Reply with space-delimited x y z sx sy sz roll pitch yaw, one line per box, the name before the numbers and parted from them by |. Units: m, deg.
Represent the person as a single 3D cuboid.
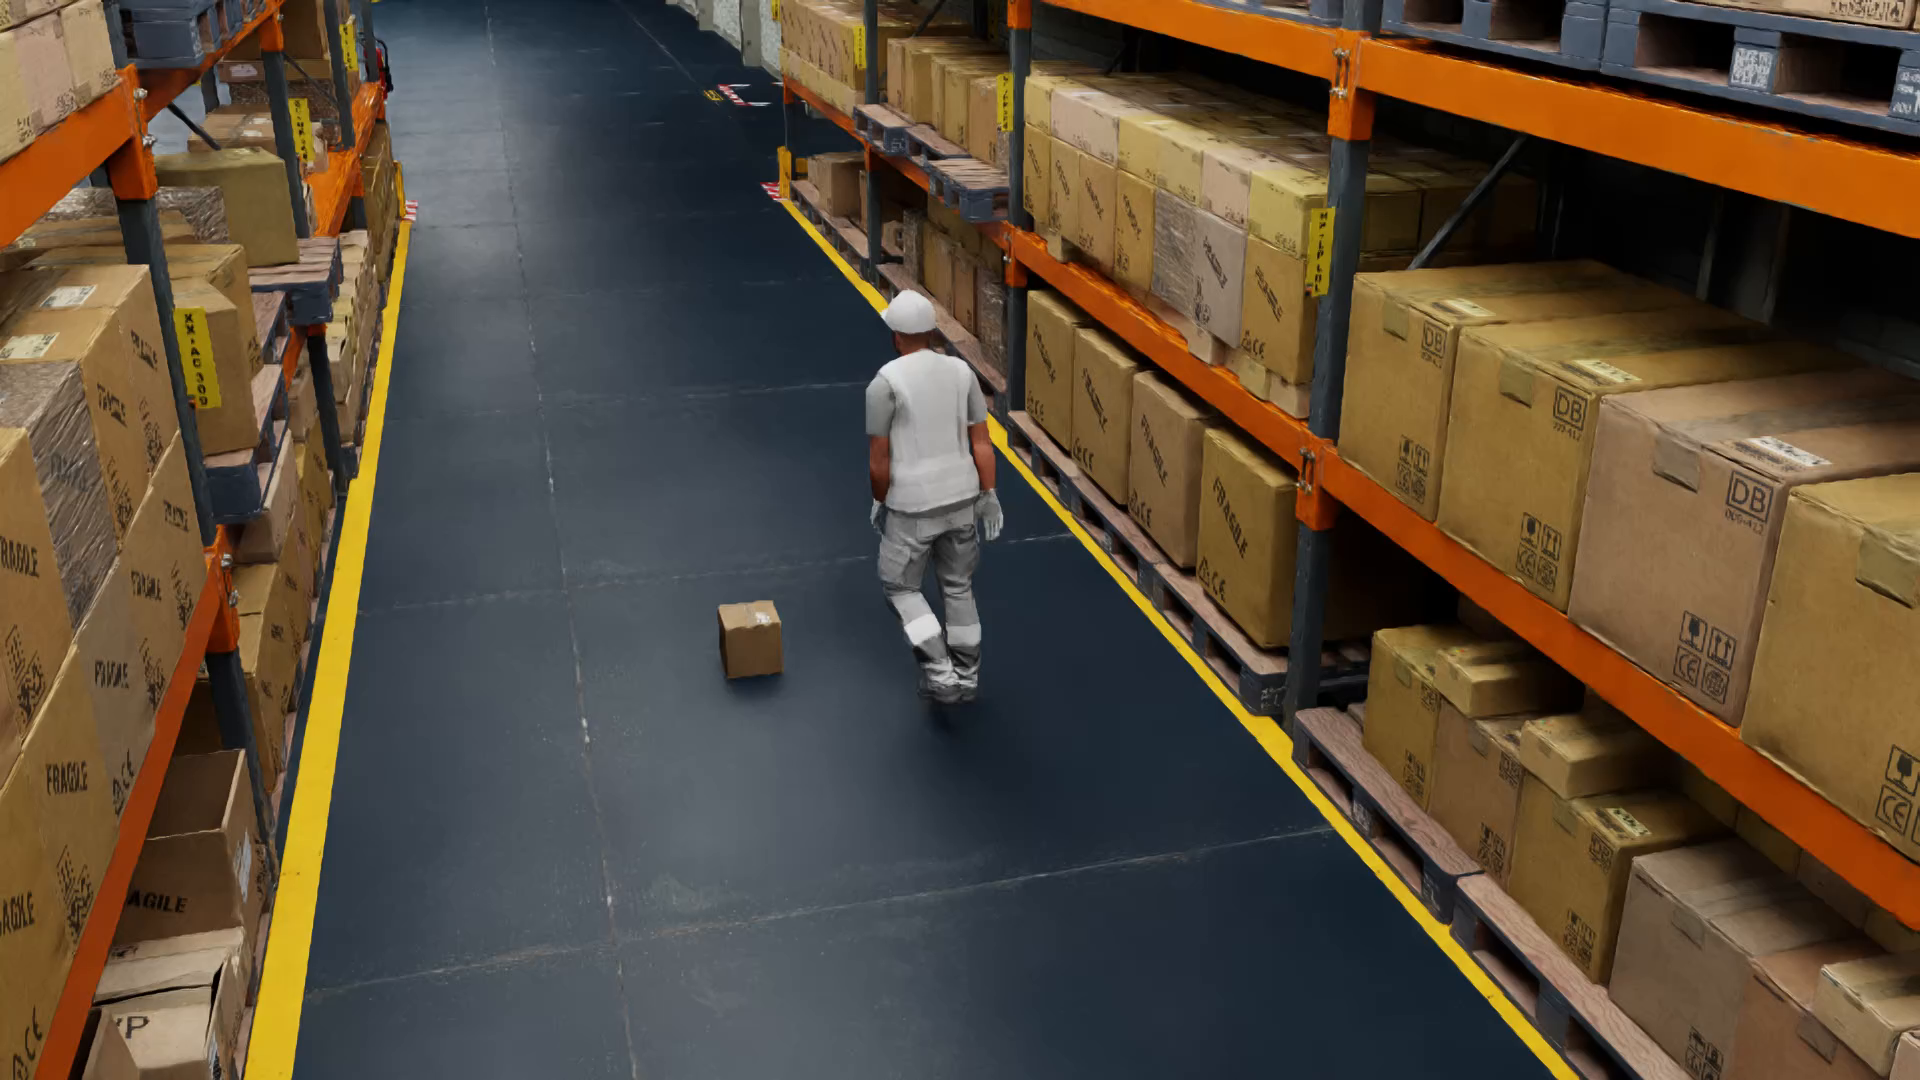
person | -0.114 -0.136 6.917 0.536 1.761 0.682 -14 26 -30
